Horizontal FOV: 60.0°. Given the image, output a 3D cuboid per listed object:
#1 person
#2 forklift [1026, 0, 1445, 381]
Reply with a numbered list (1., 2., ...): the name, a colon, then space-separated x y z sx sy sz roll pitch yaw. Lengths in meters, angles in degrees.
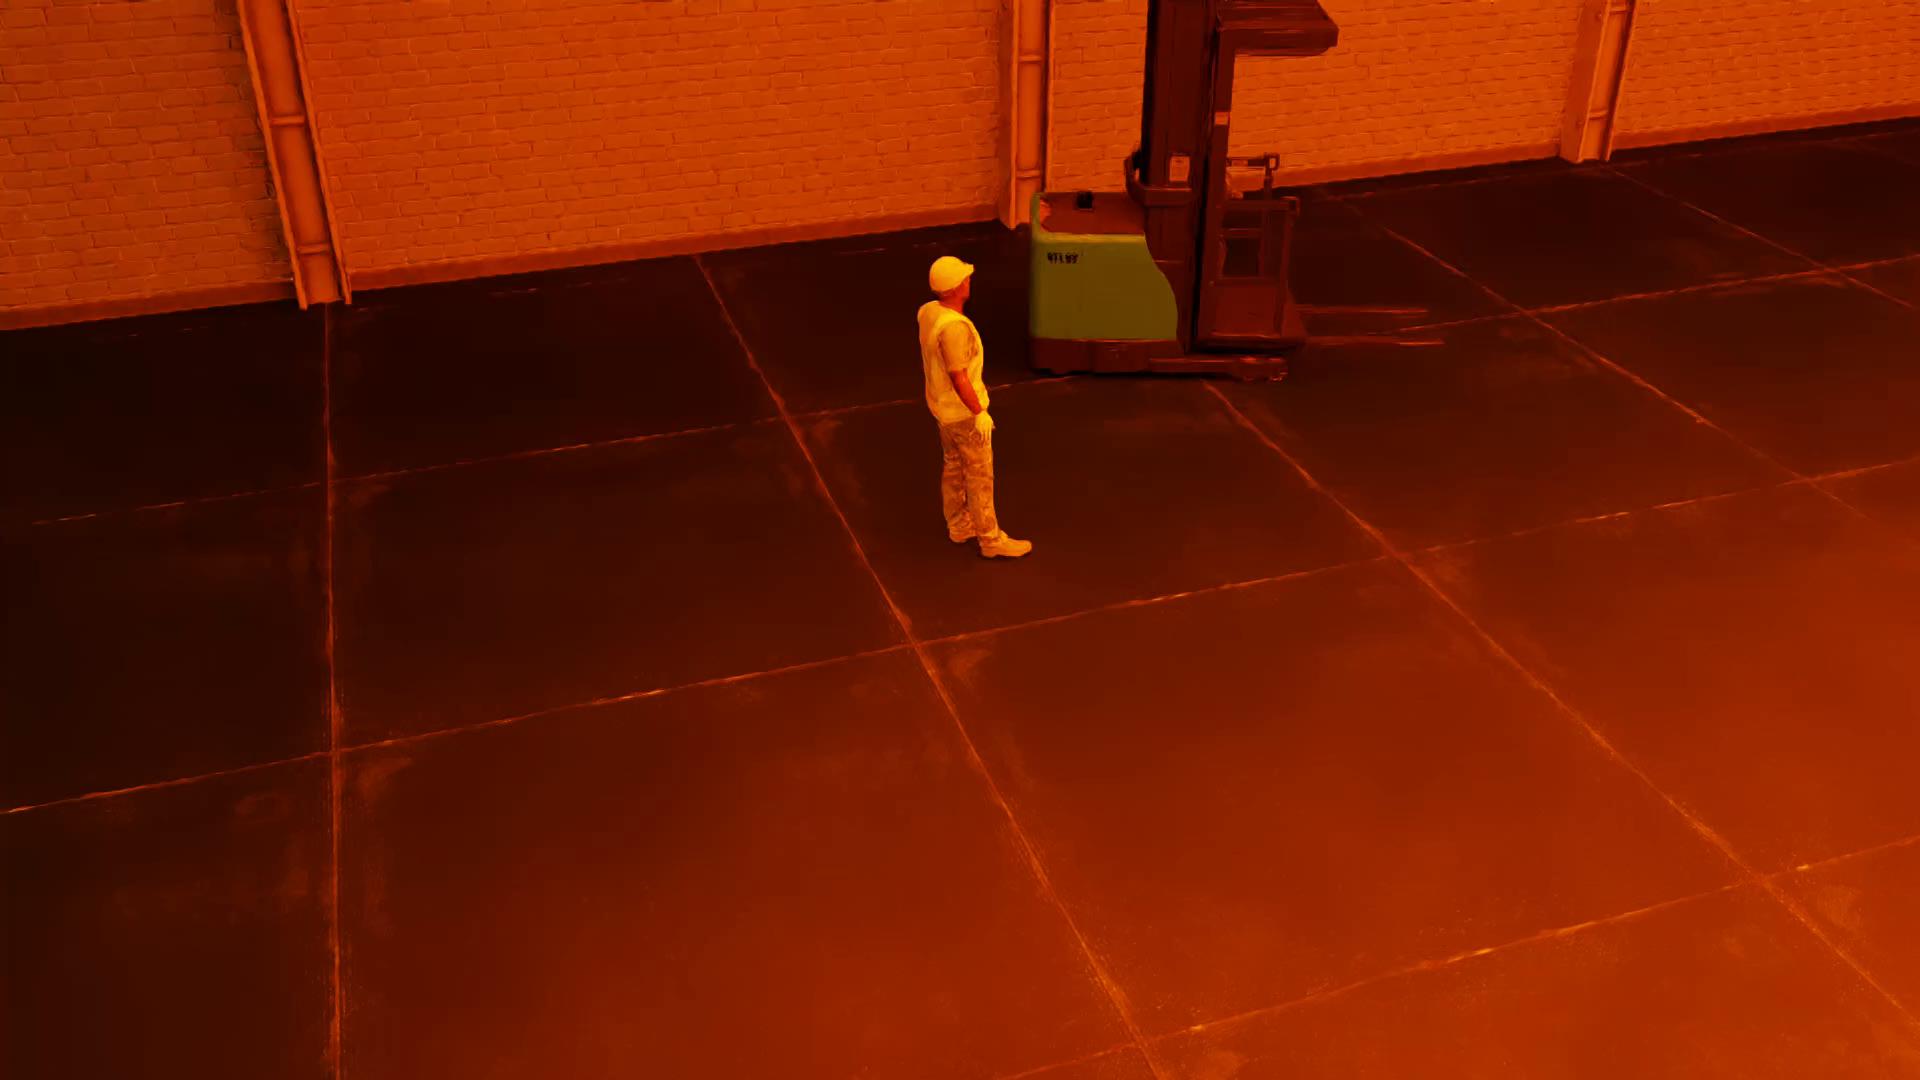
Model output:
1. person: 0.071 -0.786 9.591 0.576 1.782 0.655 -10 31 -16
2. forklift: 2.012 -2.689 11.760 3.031 2.935 1.130 1 30 1
